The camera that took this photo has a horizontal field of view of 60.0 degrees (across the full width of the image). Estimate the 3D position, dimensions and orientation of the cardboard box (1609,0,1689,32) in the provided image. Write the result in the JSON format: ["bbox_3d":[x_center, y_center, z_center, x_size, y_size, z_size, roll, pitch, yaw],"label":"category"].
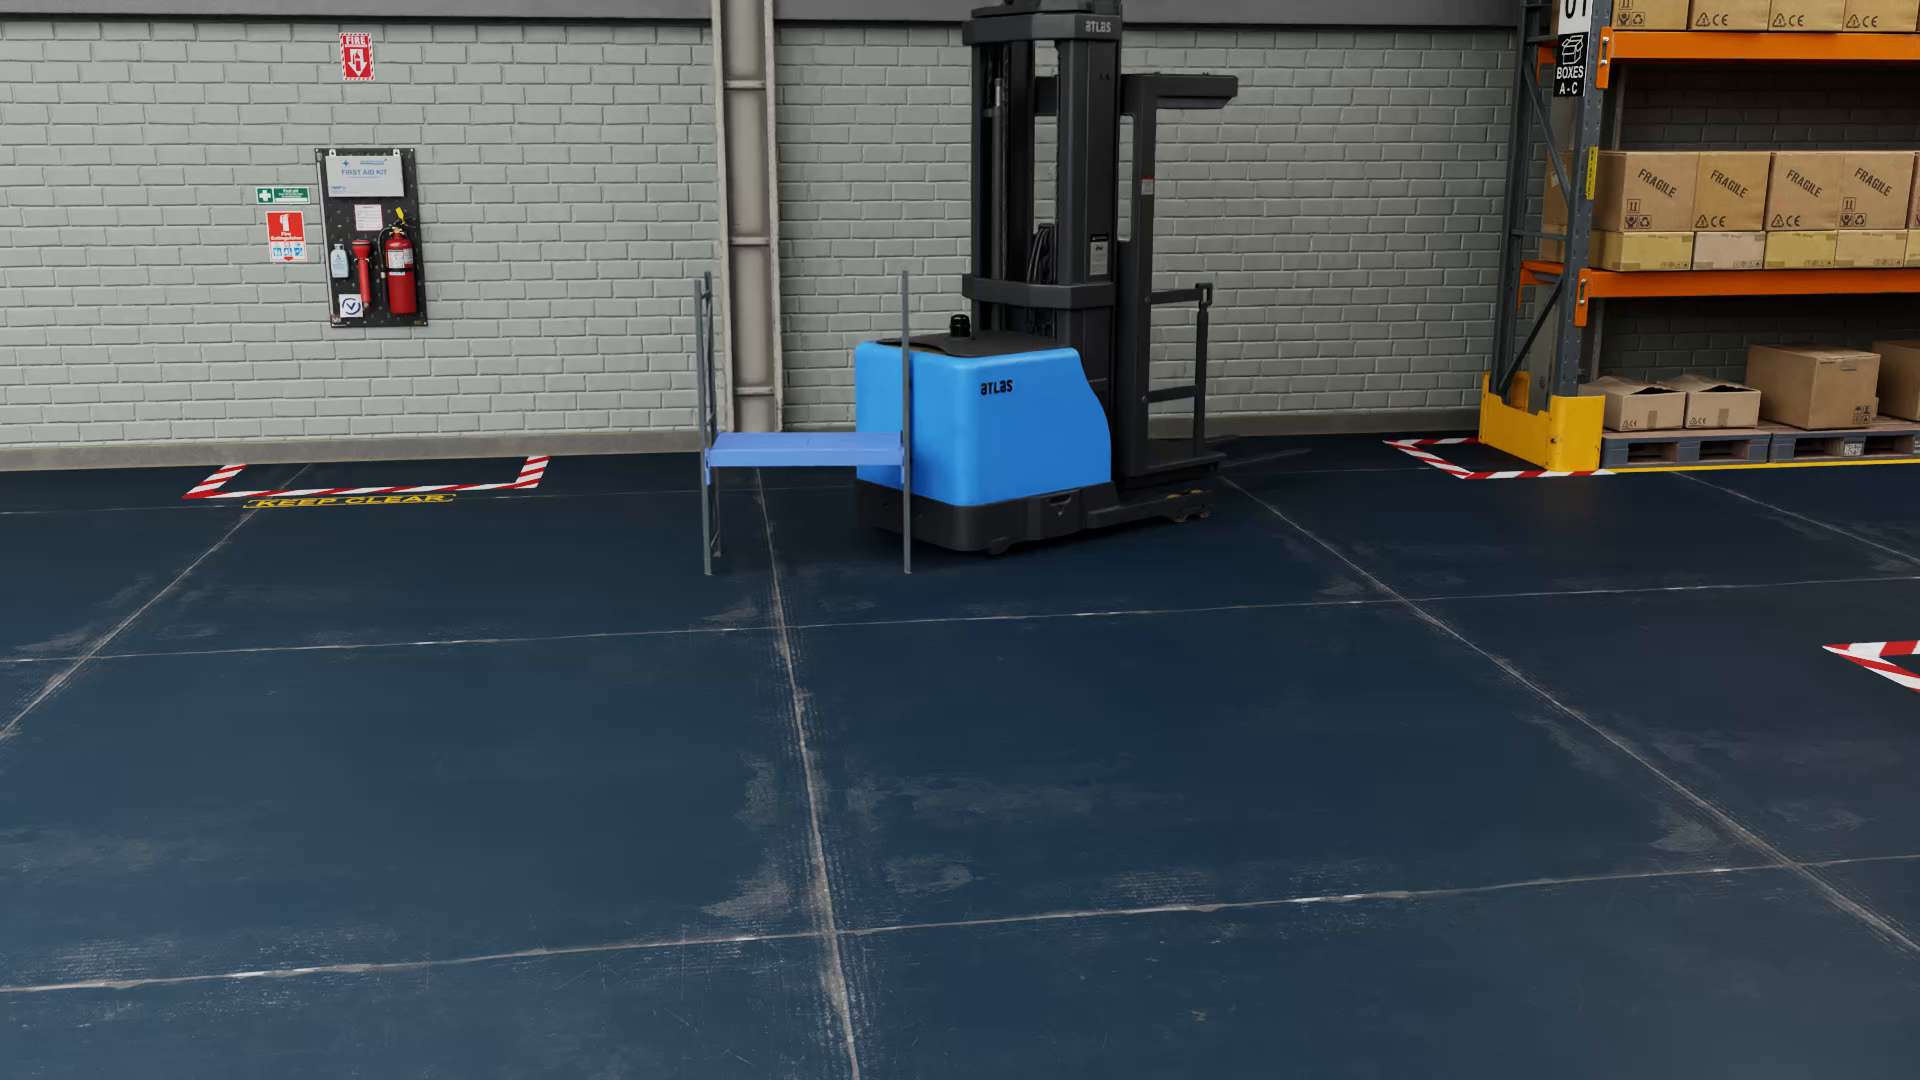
[{"bbox_3d":[4.305,-3.511,10.641,0.500,0.500,0.500,-2,14,-7],"label":"cardboard box"}]

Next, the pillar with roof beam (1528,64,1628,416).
[{"bbox_3d":[5.142,-4.153,7.284,0.400,9.000,9.100,-2,14,-8],"label":"pillar with roof beam"}]

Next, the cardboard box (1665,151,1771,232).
[{"bbox_3d":[4.944,-2.307,10.979,0.500,0.500,0.500,-2,14,-8],"label":"cardboard box"}]

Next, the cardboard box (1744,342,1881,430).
[{"bbox_3d":[5.931,-1.085,11.617,0.500,0.500,0.700,-3,14,-12],"label":"cardboard box"}]

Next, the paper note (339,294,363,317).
[{"bbox_3d":[-4.067,-1.564,11.103,0.142,0.148,0.016,-2,14,-8],"label":"paper note"}]

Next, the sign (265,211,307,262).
[{"bbox_3d":[-4.444,-2.003,10.970,0.234,0.329,0.001,-2,14,-8],"label":"sign"}]

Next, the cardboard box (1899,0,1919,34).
[{"bbox_3d":[6.386,-3.581,10.923,0.500,0.500,0.500,-3,14,-11],"label":"cardboard box"}]

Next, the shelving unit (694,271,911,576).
[{"bbox_3d":[-0.785,-0.607,8.560,1.048,1.500,0.538,0,14,-2],"label":"shelving unit"}]

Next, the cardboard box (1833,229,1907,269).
[{"bbox_3d":[5.983,-1.981,11.222,0.500,0.250,0.500,-2,14,-8],"label":"cardboard box"}]

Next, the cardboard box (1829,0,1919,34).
[{"bbox_3d":[5.881,-3.566,10.861,0.500,0.500,0.500,-1,14,-5],"label":"cardboard box"}]

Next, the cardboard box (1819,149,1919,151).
[{"bbox_3d":[6.391,-2.490,11.709,0.500,0.500,0.500,-2,14,-7],"label":"cardboard box"}]

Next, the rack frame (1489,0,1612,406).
[{"bbox_3d":[3.937,-2.046,11.212,0.127,3.000,1.000,-2,14,-8],"label":"rack frame"}]

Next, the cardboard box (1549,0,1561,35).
[{"bbox_3d":[4.312,-3.635,11.136,0.500,0.500,0.500,-1,14,-4],"label":"cardboard box"}]

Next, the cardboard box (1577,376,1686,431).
[{"bbox_3d":[4.635,-0.958,11.499,0.500,0.311,0.500,-4,15,-15],"label":"cardboard box"}]

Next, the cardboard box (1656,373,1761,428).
[{"bbox_3d":[5.199,-0.979,11.582,0.500,0.311,0.500,-1,14,-4],"label":"cardboard box"}]

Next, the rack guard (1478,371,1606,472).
[{"bbox_3d":[4.012,-0.836,11.527,0.348,0.500,1.175,-2,14,-8],"label":"rack guard"}]

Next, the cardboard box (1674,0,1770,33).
[{"bbox_3d":[4.842,-3.522,10.685,0.500,0.500,0.500,-1,14,-5],"label":"cardboard box"}]

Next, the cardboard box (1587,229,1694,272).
[{"bbox_3d":[4.467,-1.924,10.994,0.500,0.250,0.500,-3,14,-10],"label":"cardboard box"}]

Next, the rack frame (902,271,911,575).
[{"bbox_3d":[-0.277,-0.611,8.576,0.032,1.500,0.500,0,14,-2],"label":"rack frame"}]

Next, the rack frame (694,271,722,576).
[{"bbox_3d":[-1.293,-0.603,8.545,0.032,1.500,0.500,0,14,-2],"label":"rack frame"}]

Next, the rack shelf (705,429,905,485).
[{"bbox_3d":[-0.785,-0.433,8.604,1.000,0.185,0.538,0,14,-2],"label":"rack shelf"}]

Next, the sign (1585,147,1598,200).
[{"bbox_3d":[4.018,-2.335,10.587,0.005,0.325,0.100,-2,14,-8],"label":"sign"}]

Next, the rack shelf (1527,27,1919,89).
[{"bbox_3d":[5.915,-3.224,11.224,4.000,0.370,1.077,-2,14,-8],"label":"rack shelf"}]

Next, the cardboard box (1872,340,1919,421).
[{"bbox_3d":[6.872,-1.144,11.852,0.500,0.500,0.500,-3,14,-13],"label":"cardboard box"}]

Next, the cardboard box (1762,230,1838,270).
[{"bbox_3d":[5.483,-1.963,11.151,0.500,0.250,0.500,-2,14,-9],"label":"cardboard box"}]

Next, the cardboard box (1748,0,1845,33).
[{"bbox_3d":[5.354,-3.541,10.763,0.500,0.500,0.500,-1,14,-6],"label":"cardboard box"}]

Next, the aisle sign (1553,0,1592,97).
[{"bbox_3d":[3.911,-3.232,10.598,0.004,0.787,0.394,-2,14,-8],"label":"aisle sign"}]

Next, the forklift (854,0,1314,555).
[{"bbox_3d":[0.868,-1.611,9.618,3.031,2.935,1.130,-11,18,-38],"label":"forklift"}]

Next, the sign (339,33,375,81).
[{"bbox_3d":[-3.905,-3.129,10.768,0.199,0.298,0.001,-2,14,-8],"label":"sign"}]

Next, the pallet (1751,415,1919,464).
[{"bbox_3d":[6.025,-0.760,11.819,1.213,0.211,1.003,-2,14,-8],"label":"pallet"}]

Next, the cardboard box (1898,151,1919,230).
[{"bbox_3d":[6.479,-2.365,11.210,0.500,0.500,0.500,-3,14,-10],"label":"cardboard box"}]

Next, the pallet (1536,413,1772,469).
[{"bbox_3d":[4.821,-0.717,11.646,1.213,0.211,1.003,-2,14,-8],"label":"pallet"}]

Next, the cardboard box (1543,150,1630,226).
[{"bbox_3d":[4.372,-2.415,11.409,0.500,0.500,0.500,-2,14,-9],"label":"cardboard box"}]

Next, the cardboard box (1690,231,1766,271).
[{"bbox_3d":[4.978,-1.946,11.083,0.500,0.250,0.500,-3,14,-10],"label":"cardboard box"}]

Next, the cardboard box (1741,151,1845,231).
[{"bbox_3d":[5.456,-2.324,11.048,0.500,0.500,0.500,-3,14,-10],"label":"cardboard box"}]

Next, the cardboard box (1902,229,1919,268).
[{"bbox_3d":[6.480,-1.999,11.295,0.500,0.250,0.500,-2,14,-9],"label":"cardboard box"}]

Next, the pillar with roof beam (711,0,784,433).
[{"bbox_3d":[-0.791,-3.936,6.417,0.400,9.000,9.100,-2,14,-8],"label":"pillar with roof beam"}]

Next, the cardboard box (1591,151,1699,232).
[{"bbox_3d":[4.454,-2.291,10.918,0.500,0.500,0.500,-2,14,-8],"label":"cardboard box"}]

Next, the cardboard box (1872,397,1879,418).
[{"bbox_3d":[6.308,-0.968,11.872,0.250,0.149,0.380,-3,14,-13],"label":"cardboard box"}]

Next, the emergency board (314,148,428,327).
[{"bbox_3d":[-3.882,-1.981,10.956,0.643,1.169,0.194,-2,14,-8],"label":"emergency board"}]

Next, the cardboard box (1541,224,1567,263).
[{"bbox_3d":[4.371,-2.046,11.482,0.500,0.250,0.500,-2,14,-7],"label":"cardboard box"}]

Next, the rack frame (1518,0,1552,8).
[{"bbox_3d":[3.937,-4.956,10.482,0.127,3.000,1.000,-2,14,-8],"label":"rack frame"}]

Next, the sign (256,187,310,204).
[{"bbox_3d":[-4.438,-2.258,10.898,0.331,0.109,0.001,-2,14,-8],"label":"sign"}]

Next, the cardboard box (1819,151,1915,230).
[{"bbox_3d":[5.965,-2.346,11.134,0.500,0.500,0.500,-2,14,-7],"label":"cardboard box"}]

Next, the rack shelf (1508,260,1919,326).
[{"bbox_3d":[5.915,-1.769,11.589,4.000,0.370,1.077,-2,14,-8],"label":"rack shelf"}]

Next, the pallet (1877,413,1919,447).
[{"bbox_3d":[7.234,-0.805,11.998,1.213,0.211,1.003,-2,14,-8],"label":"pallet"}]
